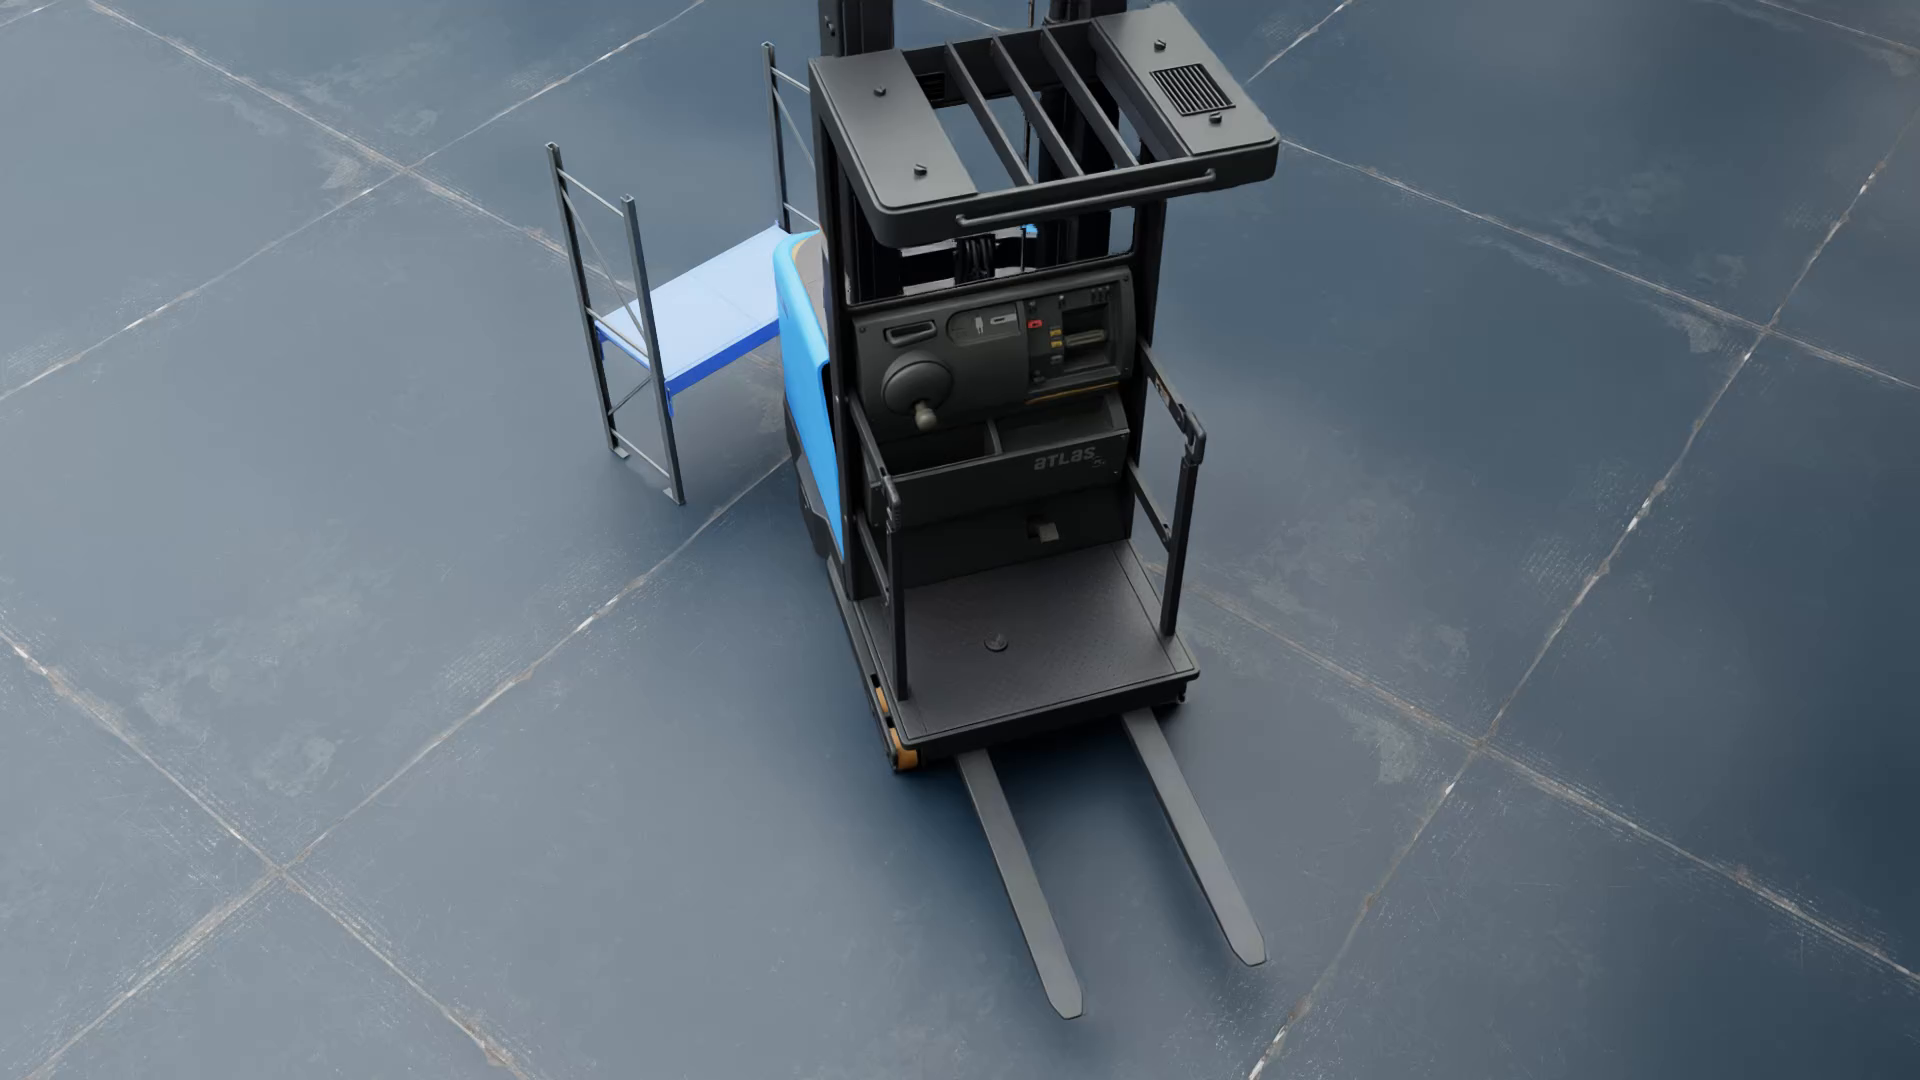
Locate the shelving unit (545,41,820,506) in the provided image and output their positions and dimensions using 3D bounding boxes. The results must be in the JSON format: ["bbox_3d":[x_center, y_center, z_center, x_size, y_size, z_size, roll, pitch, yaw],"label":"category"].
[{"bbox_3d":[-0.961,-1.054,6.720,1.048,1.500,0.538,-35,56,-29],"label":"shelving unit"}]

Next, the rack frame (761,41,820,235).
[{"bbox_3d":[-0.597,-1.311,6.965,0.032,1.500,0.500,-35,56,-29],"label":"rack frame"}]

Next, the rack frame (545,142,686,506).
[{"bbox_3d":[-1.325,-0.798,6.475,0.032,1.500,0.500,-35,56,-29],"label":"rack frame"}]

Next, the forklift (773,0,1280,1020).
[{"bbox_3d":[0.188,-0.518,5.217,1.130,2.935,3.031,-13,48,-12],"label":"forklift"}]

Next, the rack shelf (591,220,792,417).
[{"bbox_3d":[-0.961,-0.930,6.850,1.000,0.185,0.538,-35,56,-29],"label":"rack shelf"}]
